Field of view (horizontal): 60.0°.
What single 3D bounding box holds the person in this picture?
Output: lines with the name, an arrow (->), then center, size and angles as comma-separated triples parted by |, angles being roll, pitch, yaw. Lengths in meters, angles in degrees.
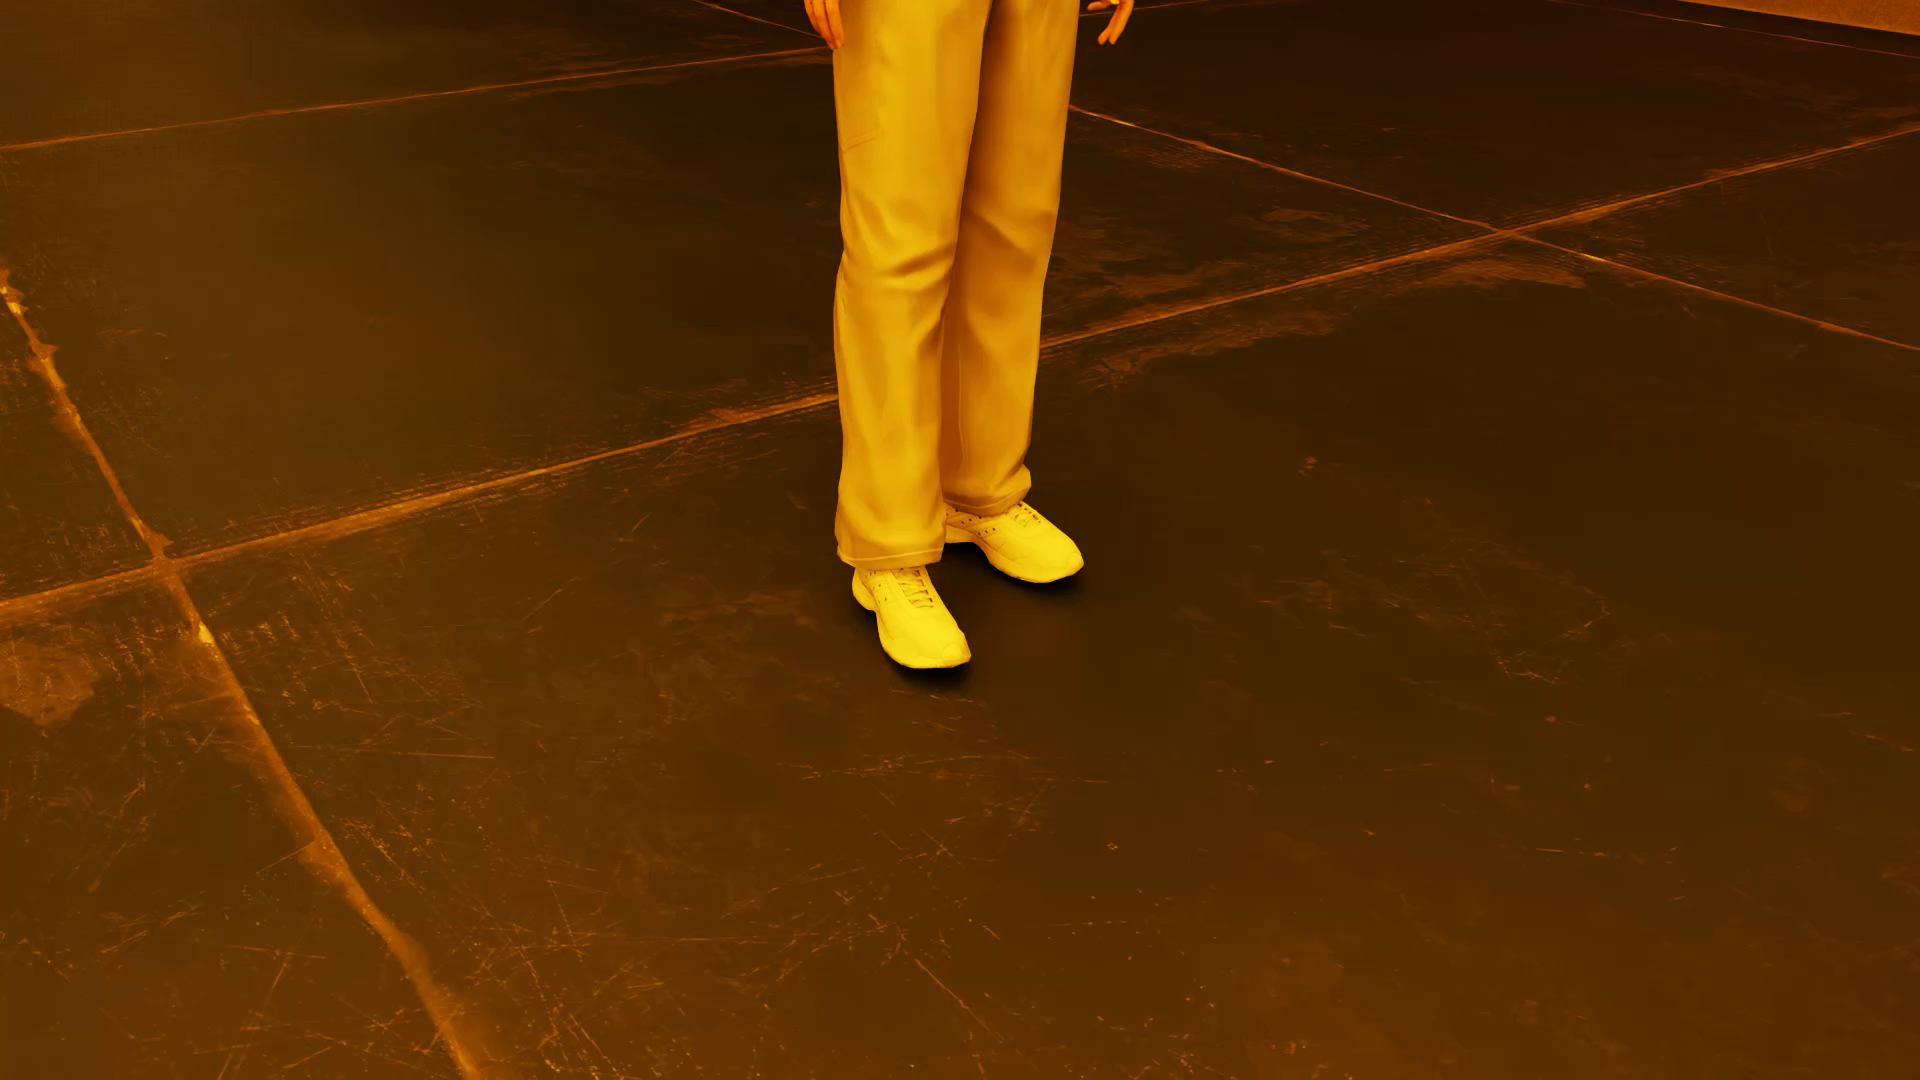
person -> 0.031, -0.725, 2.060 | 0.549, 1.673, 0.548 | -17, 31, -31
